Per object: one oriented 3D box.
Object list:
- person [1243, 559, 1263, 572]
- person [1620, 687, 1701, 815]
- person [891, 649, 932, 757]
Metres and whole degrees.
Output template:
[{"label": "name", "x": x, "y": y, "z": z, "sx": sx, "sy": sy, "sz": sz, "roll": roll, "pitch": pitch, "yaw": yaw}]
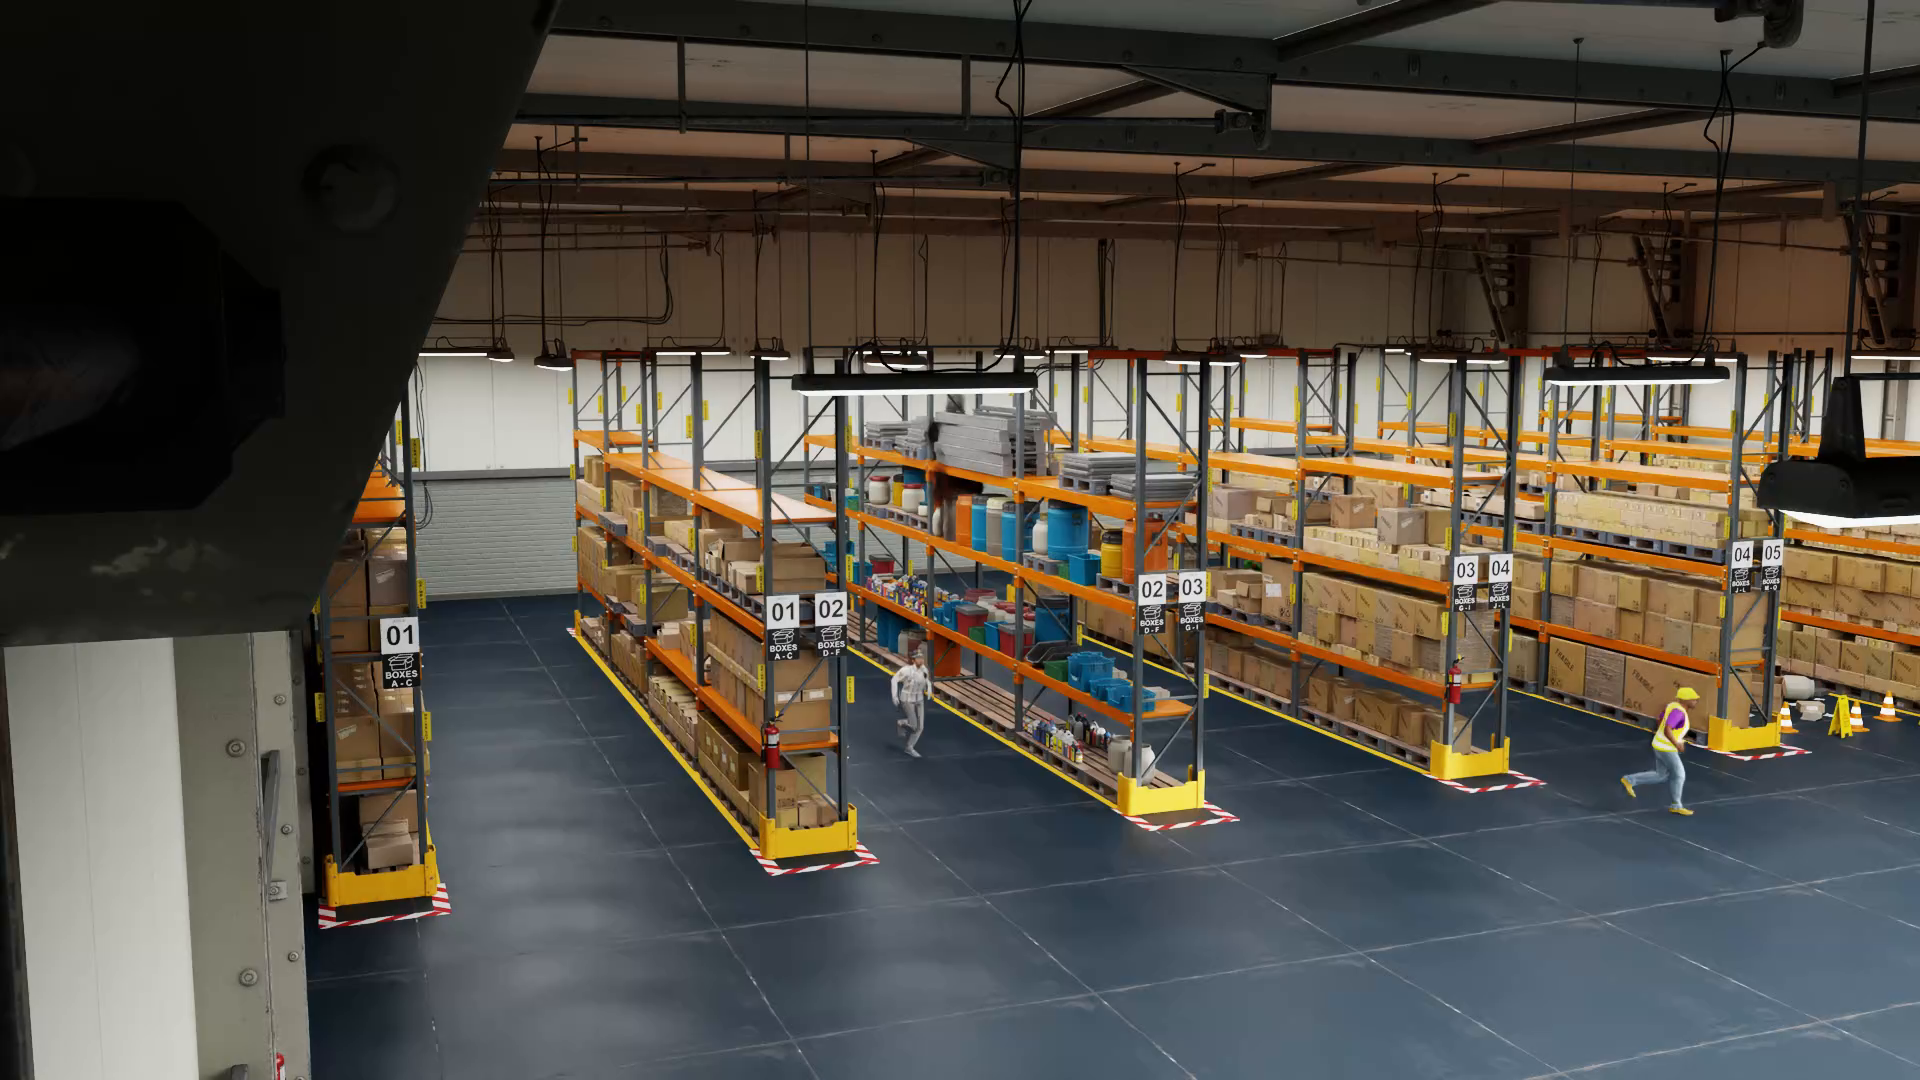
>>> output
[{"label": "person", "x": 7.374, "y": 0.241, "z": 41.996, "sx": 0.863, "sy": 1.771, "sz": 0.657, "roll": -4, "pitch": 8, "yaw": -31}, {"label": "person", "x": 9.246, "y": 2.772, "z": 21.982, "sx": 0.931, "sy": 1.710, "sz": 0.686, "roll": 3, "pitch": 8, "yaw": 22}, {"label": "person", "x": -0.718, "y": 2.432, "z": 25.030, "sx": 0.652, "sy": 1.651, "sz": 0.649, "roll": -5, "pitch": 9, "yaw": -35}]
